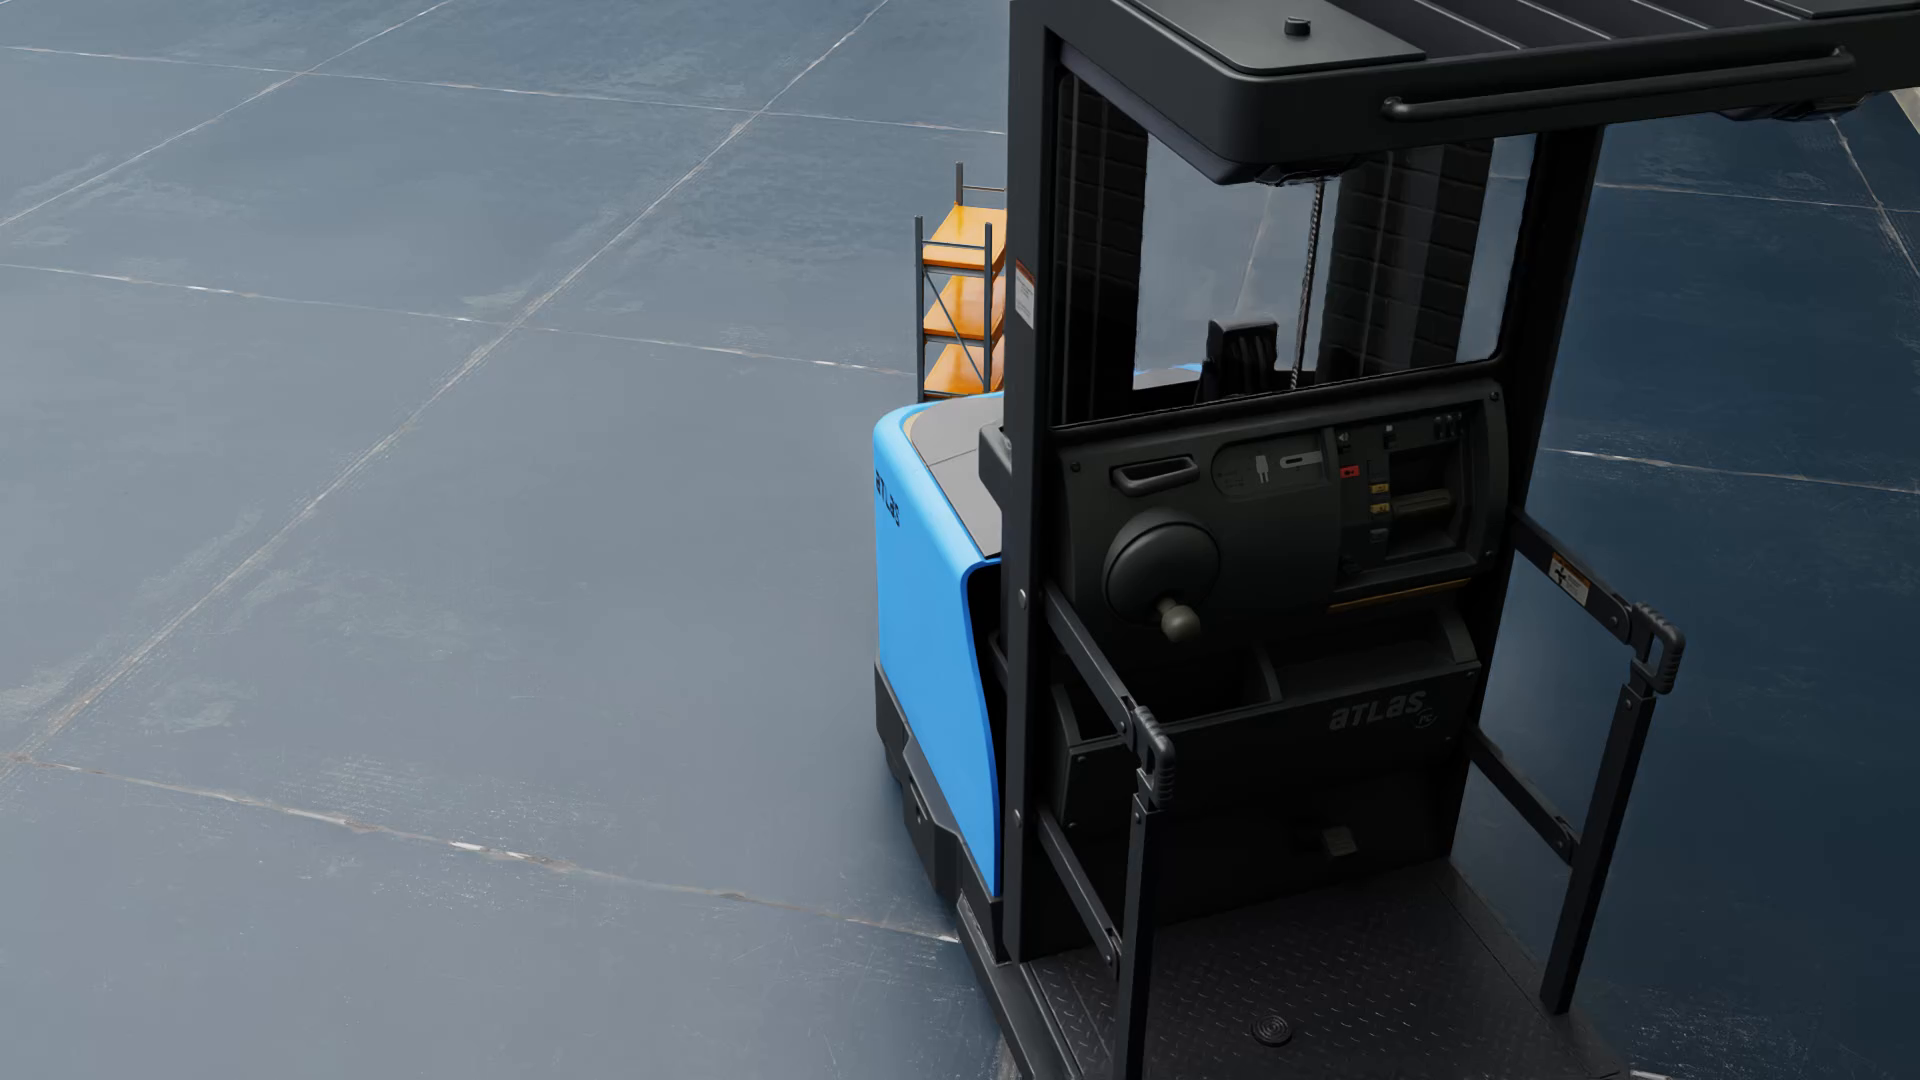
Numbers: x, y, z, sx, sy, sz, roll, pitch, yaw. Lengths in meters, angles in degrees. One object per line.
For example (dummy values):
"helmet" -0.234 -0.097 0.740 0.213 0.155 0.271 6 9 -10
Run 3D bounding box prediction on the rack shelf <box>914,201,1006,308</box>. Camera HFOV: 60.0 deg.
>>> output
"rack shelf" 0.042 -0.924 5.352 0.258 0.148 0.480 8 33 12

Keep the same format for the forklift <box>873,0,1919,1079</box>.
"forklift" 0.705 0.002 3.015 1.130 2.935 3.031 -10 34 -15

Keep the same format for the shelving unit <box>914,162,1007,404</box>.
"shelving unit" 0.042 -0.592 5.563 0.258 1.200 0.503 8 33 12

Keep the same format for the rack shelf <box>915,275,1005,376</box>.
"rack shelf" 0.042 -0.724 5.479 0.258 0.148 0.480 8 33 12

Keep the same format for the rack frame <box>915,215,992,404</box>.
"rack frame" -0.020 -0.466 5.364 0.240 1.200 0.015 8 33 12

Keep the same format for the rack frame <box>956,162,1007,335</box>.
"rack frame" 0.104 -0.719 5.762 0.240 1.200 0.015 8 33 12

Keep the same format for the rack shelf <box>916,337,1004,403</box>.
"rack shelf" 0.042 -0.535 5.599 0.258 0.148 0.480 8 33 12
